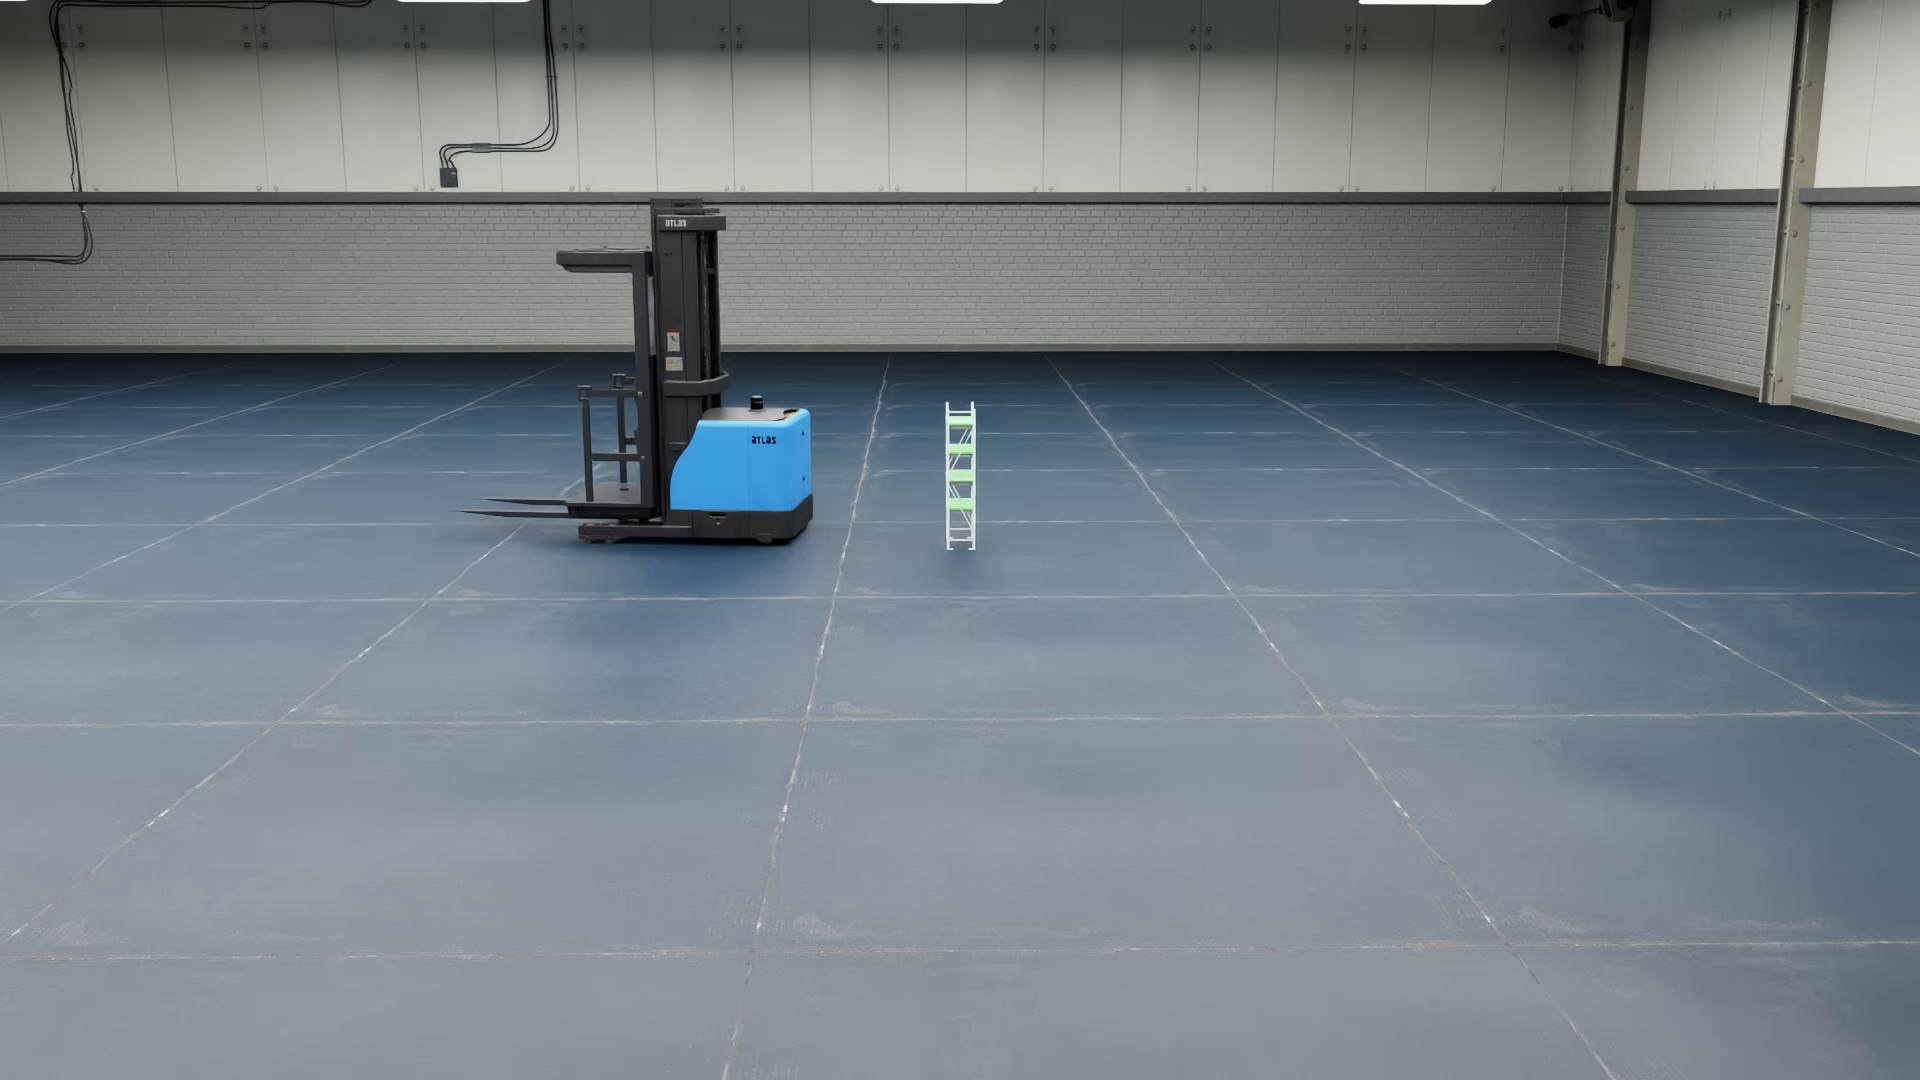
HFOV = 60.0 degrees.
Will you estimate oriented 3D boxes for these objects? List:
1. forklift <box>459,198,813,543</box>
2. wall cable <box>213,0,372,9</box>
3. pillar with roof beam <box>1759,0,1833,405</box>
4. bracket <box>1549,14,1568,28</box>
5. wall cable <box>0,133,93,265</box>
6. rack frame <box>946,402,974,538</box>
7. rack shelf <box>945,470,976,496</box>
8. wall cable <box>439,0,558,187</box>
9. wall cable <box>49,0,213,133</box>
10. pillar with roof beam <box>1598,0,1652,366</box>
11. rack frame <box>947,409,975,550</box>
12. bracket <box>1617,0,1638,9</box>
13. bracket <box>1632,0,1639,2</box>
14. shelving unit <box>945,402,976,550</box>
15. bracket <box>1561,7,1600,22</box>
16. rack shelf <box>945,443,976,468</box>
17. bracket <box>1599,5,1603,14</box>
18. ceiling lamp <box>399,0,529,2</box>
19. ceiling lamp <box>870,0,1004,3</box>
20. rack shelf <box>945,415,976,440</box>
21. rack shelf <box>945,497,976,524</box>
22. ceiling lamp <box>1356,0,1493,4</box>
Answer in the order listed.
[{"bbox_3d":[-2.891,-1.510,14.629,3.031,2.935,1.130,1,12,6],"label":"forklift"},{"bbox_3d":[-12.564,-11.278,31.185,3.097,2.526,0.112,0,11,-1],"label":"wall cable"},{"bbox_3d":[7.689,-6.400,23.471,9.100,9.000,0.400,0,11,-1],"label":"pillar with roof beam"},{"bbox_3d":[11.457,-9.926,31.801,0.235,0.232,0.430,0,11,-1],"label":"bracket"},{"bbox_3d":[-18.363,-6.550,32.022,3.097,2.526,0.112,0,11,-1],"label":"wall cable"},{"bbox_3d":[-0.002,-0.604,14.517,0.240,1.200,0.015,0,11,-1],"label":"rack frame"},{"bbox_3d":[0.003,-0.492,14.290,0.258,0.148,0.480,0,11,-1],"label":"rack shelf"},{"bbox_3d":[-8.871,-9.774,31.551,2.305,6.003,0.169,0,11,-1],"label":"wall cable"},{"bbox_3d":[-15.658,-9.036,31.574,3.097,2.526,0.112,0,11,-1],"label":"wall cable"},{"bbox_3d":[7.565,-7.592,29.350,9.100,9.000,0.548,0,11,-1],"label":"pillar with roof beam"},{"bbox_3d":[0.008,-0.507,14.039,0.240,1.200,0.015,0,11,-1],"label":"rack frame"},{"bbox_3d":[11.523,-9.290,28.666,0.235,0.232,0.430,0,11,-1],"label":"bracket"},{"bbox_3d":[11.576,-8.778,26.141,0.076,0.066,4.783,0,11,-1],"label":"bracket"},{"bbox_3d":[0.003,-0.555,14.278,0.258,1.200,0.503,0,11,-1],"label":"shelving unit"},{"bbox_3d":[11.469,-9.809,31.222,0.076,0.066,3.189,0,11,-1],"label":"bracket"},{"bbox_3d":[0.003,-0.728,14.243,0.258,0.148,0.480,0,11,-1],"label":"rack shelf"},{"bbox_3d":[11.506,-9.455,29.479,0.235,0.232,0.430,0,11,-1],"label":"bracket"},{"bbox_3d":[-7.407,-9.623,24.679,2.000,3.185,0.800,0,11,-1],"label":"ceiling lamp"},{"bbox_3d":[-0.349,-9.652,24.822,2.000,3.185,0.800,0,11,-1],"label":"ceiling lamp"},{"bbox_3d":[0.003,-0.963,14.195,0.258,0.148,0.480,0,11,-1],"label":"rack shelf"},{"bbox_3d":[0.003,-0.257,14.338,0.258,0.148,0.480,0,11,-1],"label":"rack shelf"},{"bbox_3d":[6.990,-9.682,24.970,2.000,3.185,0.800,0,11,-1],"label":"ceiling lamp"}]
